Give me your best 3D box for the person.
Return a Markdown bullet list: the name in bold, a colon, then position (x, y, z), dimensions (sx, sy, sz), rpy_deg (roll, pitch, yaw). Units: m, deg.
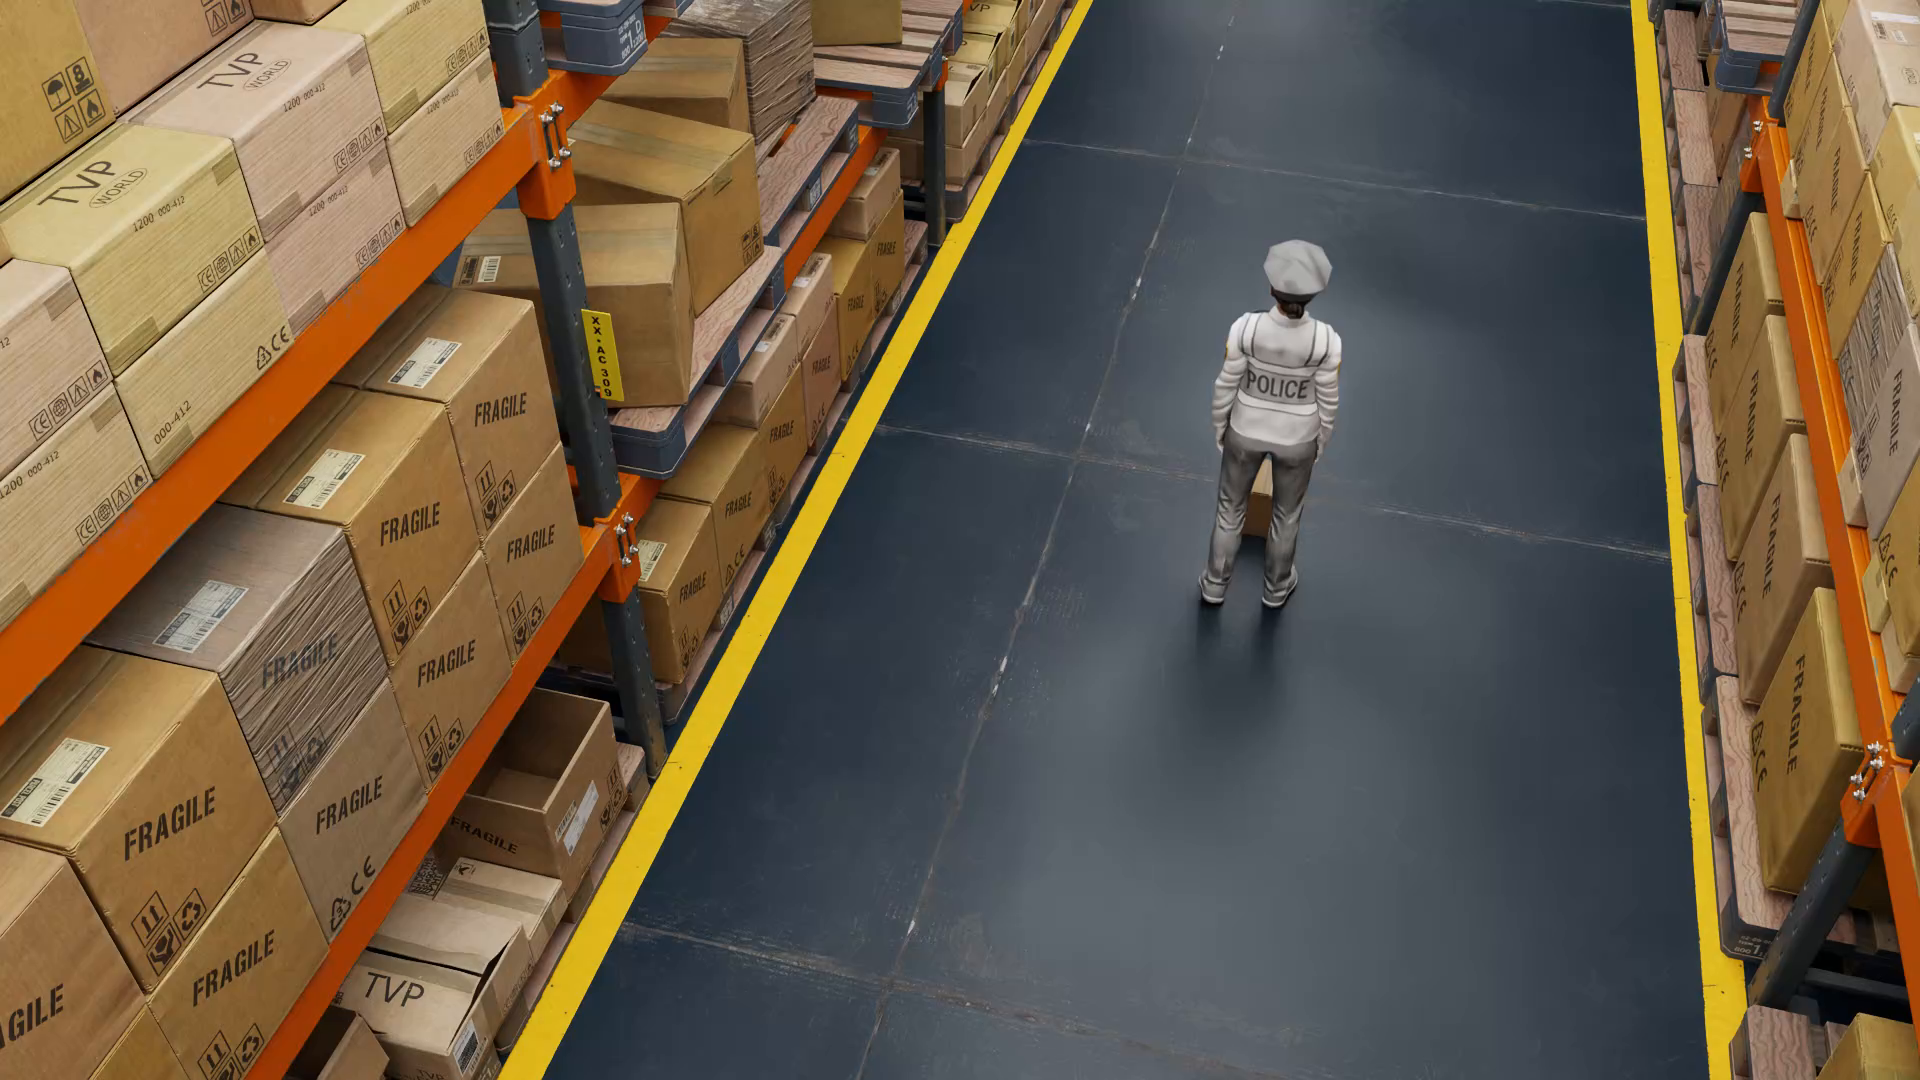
- **person**: position (1.234, -0.420, 6.637), dimensions (0.472, 1.708, 0.339), rpy_deg (11, 42, 12)
